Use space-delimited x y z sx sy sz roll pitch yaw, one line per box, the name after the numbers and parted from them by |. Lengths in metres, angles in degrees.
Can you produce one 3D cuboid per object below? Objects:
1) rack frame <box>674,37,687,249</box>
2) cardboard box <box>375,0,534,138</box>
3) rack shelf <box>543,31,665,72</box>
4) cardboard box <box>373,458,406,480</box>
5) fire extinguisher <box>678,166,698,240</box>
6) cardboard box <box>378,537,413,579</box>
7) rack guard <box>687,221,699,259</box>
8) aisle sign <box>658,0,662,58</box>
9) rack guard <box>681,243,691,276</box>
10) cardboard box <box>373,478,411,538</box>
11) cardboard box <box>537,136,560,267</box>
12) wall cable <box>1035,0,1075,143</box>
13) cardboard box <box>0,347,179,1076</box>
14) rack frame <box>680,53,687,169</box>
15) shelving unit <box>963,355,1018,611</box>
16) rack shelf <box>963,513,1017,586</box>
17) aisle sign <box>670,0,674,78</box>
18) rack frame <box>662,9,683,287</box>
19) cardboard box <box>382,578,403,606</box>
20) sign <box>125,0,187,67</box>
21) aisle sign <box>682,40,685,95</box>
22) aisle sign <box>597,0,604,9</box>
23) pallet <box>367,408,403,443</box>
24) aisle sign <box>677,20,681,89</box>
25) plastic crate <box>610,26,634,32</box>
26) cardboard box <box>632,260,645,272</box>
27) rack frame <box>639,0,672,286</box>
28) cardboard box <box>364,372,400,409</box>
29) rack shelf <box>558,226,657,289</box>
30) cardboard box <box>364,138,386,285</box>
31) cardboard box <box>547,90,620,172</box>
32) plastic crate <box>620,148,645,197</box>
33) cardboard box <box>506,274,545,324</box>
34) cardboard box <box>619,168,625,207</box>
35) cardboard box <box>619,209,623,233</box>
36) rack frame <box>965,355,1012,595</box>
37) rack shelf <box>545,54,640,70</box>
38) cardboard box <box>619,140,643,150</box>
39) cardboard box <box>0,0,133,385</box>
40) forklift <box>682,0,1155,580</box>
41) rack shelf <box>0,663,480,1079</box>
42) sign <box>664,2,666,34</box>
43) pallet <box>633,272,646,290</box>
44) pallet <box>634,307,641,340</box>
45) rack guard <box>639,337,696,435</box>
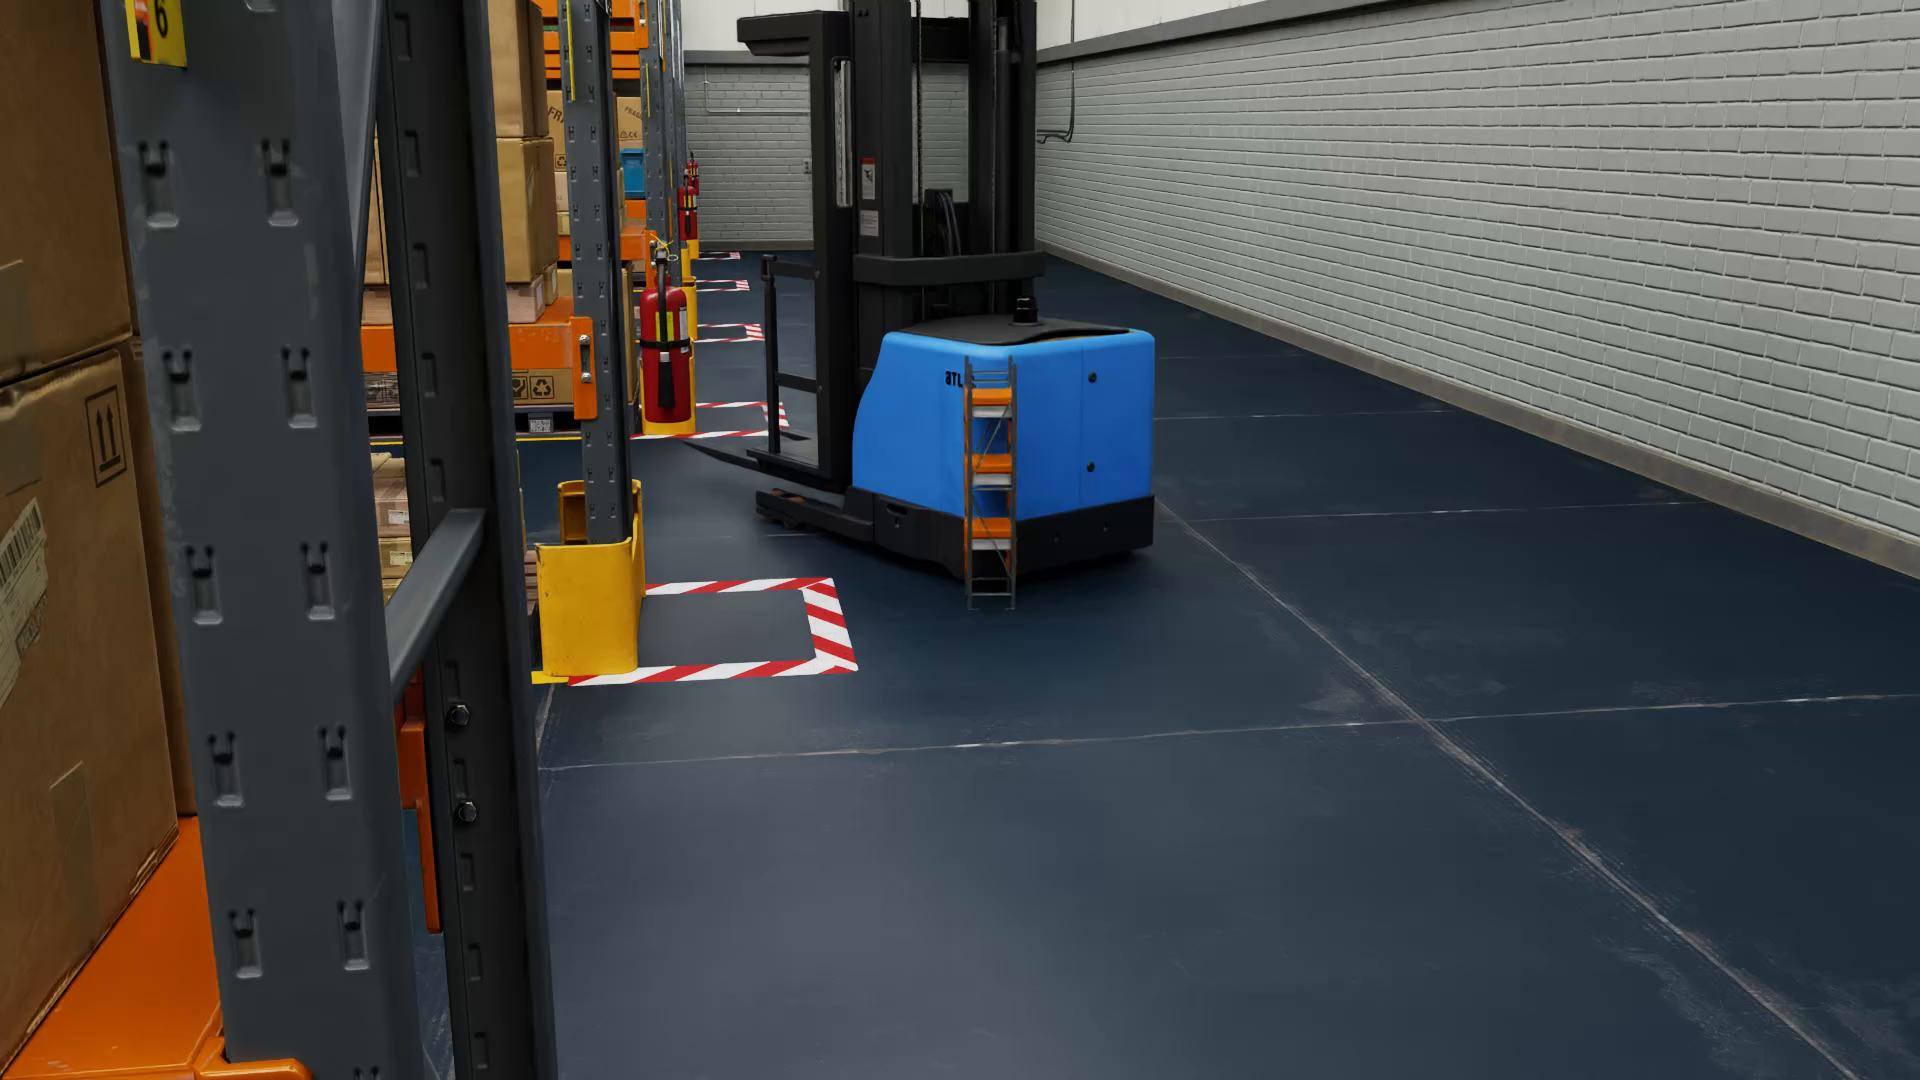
-3.506 -4.671 20.682 0.127 3.000 1.000 -2 14 -8 | rack frame
-1.810 -1.693 5.934 0.500 0.500 0.500 -2 14 -9 | cardboard box
-4.749 -4.513 15.364 4.000 0.370 1.077 -2 14 -8 | rack shelf
-2.218 -0.225 6.727 0.250 0.149 0.380 -2 14 -7 | cardboard box
-2.555 -3.158 15.571 0.183 0.674 0.296 -2 14 -8 | fire extinguisher
-2.141 0.027 6.332 0.250 0.149 0.380 -2 14 -10 | cardboard box
-4.224 -4.651 25.741 0.348 0.500 1.175 -2 14 -8 | rack guard
-1.918 -3.480 10.587 0.004 0.787 0.394 -2 14 -8 | aisle sign
-3.581 -3.456 20.975 0.348 0.500 1.175 -2 14 -8 | rack guard
-2.137 -0.126 6.331 0.250 0.149 0.380 -2 14 -7 | cardboard box
-1.880 -1.335 6.560 0.500 0.500 0.500 -1 14 -6 | cardboard box
1.399 -7.386 25.555 0.112 2.526 3.097 -2 14 -8 | wall cable
-0.995 0.128 1.339 0.500 0.500 0.500 -2 14 -8 | cardboard box
-4.247 -5.863 25.433 0.127 3.000 1.000 -2 14 -8 | rack frame
0.126 -0.240 7.022 0.215 1.050 0.252 -1 14 -3 | shelving unit
0.127 0.040 7.092 0.215 0.259 0.240 -1 14 -3 | rack shelf
-2.657 -4.673 15.344 0.004 0.787 0.394 -2 14 -8 | aisle sign
-2.772 -3.480 15.931 0.127 3.000 1.000 -2 14 -8 | rack frame
-2.123 0.190 6.294 0.250 0.149 0.380 -2 14 -7 | cardboard box
-0.490 -0.450 0.983 0.005 0.325 0.100 -2 14 -8 | sign
-4.132 -7.054 24.839 0.004 0.787 0.394 -2 14 -8 | aisle sign
-1.278 -2.283 5.815 0.004 0.787 0.394 -2 14 -8 | aisle sign
-4.016 -0.845 11.156 1.213 0.211 1.003 -2 14 -8 | pallet
-3.393 -5.861 20.082 0.004 0.787 0.394 -2 14 -8 | aisle sign
-3.194 -4.924 15.793 0.590 0.269 0.497 -2 14 -8 | plastic crate
-4.007 -3.593 20.618 0.500 0.500 0.500 -2 14 -8 | cardboard box
-2.034 -2.288 11.180 0.127 3.000 1.000 -2 14 -8 | rack frame
-3.554 -1.386 11.087 0.875 0.875 0.875 -2 14 -8 | cardboard box
-4.011 -1.867 10.979 4.000 0.370 1.077 -2 14 -8 | rack shelf
-2.311 -1.189 5.979 0.500 0.500 0.500 -2 14 -9 | cardboard box
-2.476 -2.643 10.749 0.500 0.500 0.500 -2 14 -8 | cardboard box
-3.075 -3.469 15.692 0.499 0.435 0.616 -2 14 -8 | plastic crate
-1.675 -0.890 6.121 0.250 0.149 0.380 -2 14 -8 | cardboard box
-2.549 -2.407 11.352 0.500 0.250 0.500 -2 14 -10 | cardboard box
-2.337 -2.074 10.843 0.250 0.149 0.380 -2 14 -7 | cardboard box
0.121 -0.270 7.140 0.200 1.050 0.008 -1 14 -3 | rack frame
-5.483 -5.705 20.116 4.000 0.370 1.077 -2 14 -8 | rack shelf
-3.908 -4.638 20.344 0.500 0.500 0.500 -2 14 -7 | cardboard box
-0.999 -0.363 1.243 0.500 0.500 0.500 -2 14 -6 | cardboard box
-0.399 -1.543 8.349 1.130 2.935 3.031 -11 18 -37 | forklift
-2.535 0.517 1.474 4.000 0.370 1.077 -2 14 -8 | rack shelf
-2.674 -4.752 15.053 0.005 0.325 0.100 -2 14 -8 | sign
-4.369 -3.287 20.894 1.213 0.211 1.003 -2 14 -8 | pallet
-3.593 -2.107 16.188 1.213 0.211 1.003 -2 14 -8 | pallet
-2.010 -1.077 11.488 0.348 0.500 1.175 -2 14 -8 | rack guard
